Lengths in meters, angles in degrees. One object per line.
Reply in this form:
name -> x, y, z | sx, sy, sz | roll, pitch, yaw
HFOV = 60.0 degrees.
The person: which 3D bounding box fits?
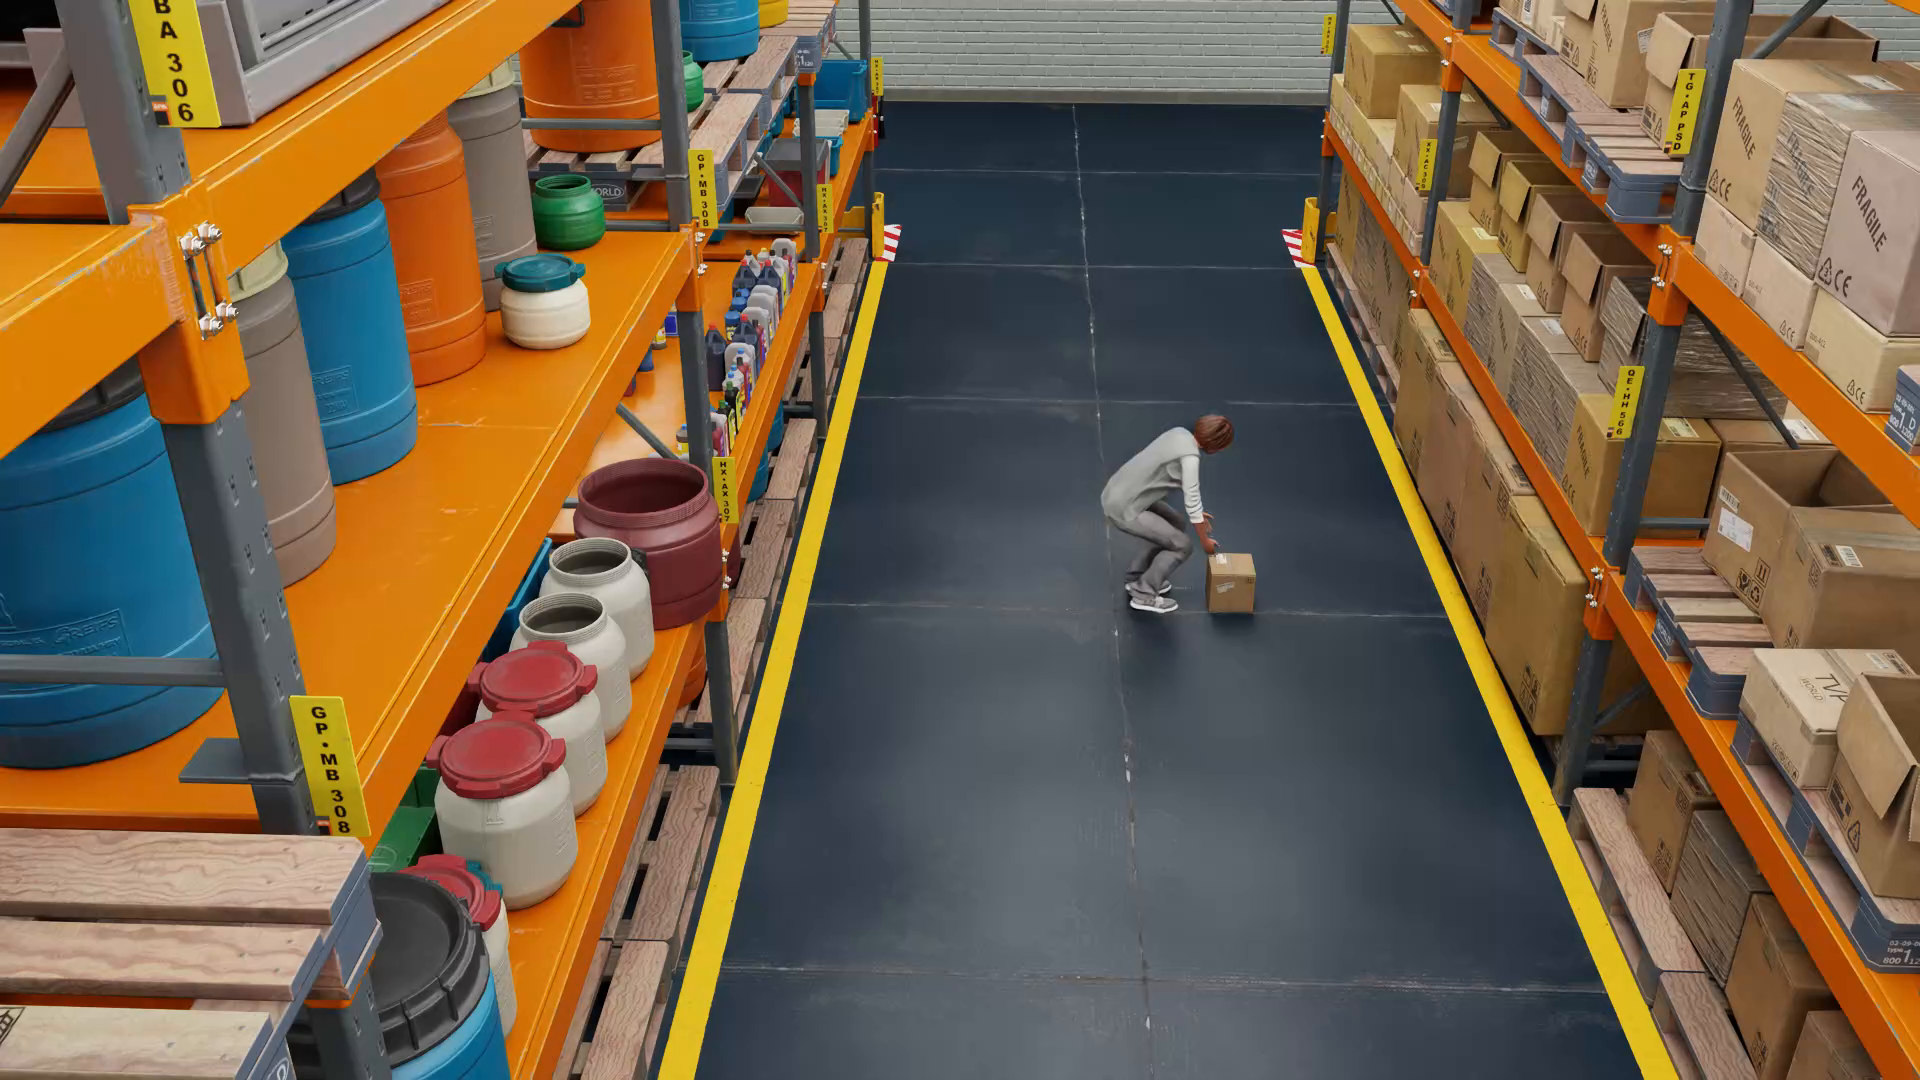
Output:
person -> 1.155, -0.177, 9.428 | 0.725, 1.158, 0.461 | 1, 28, 2
